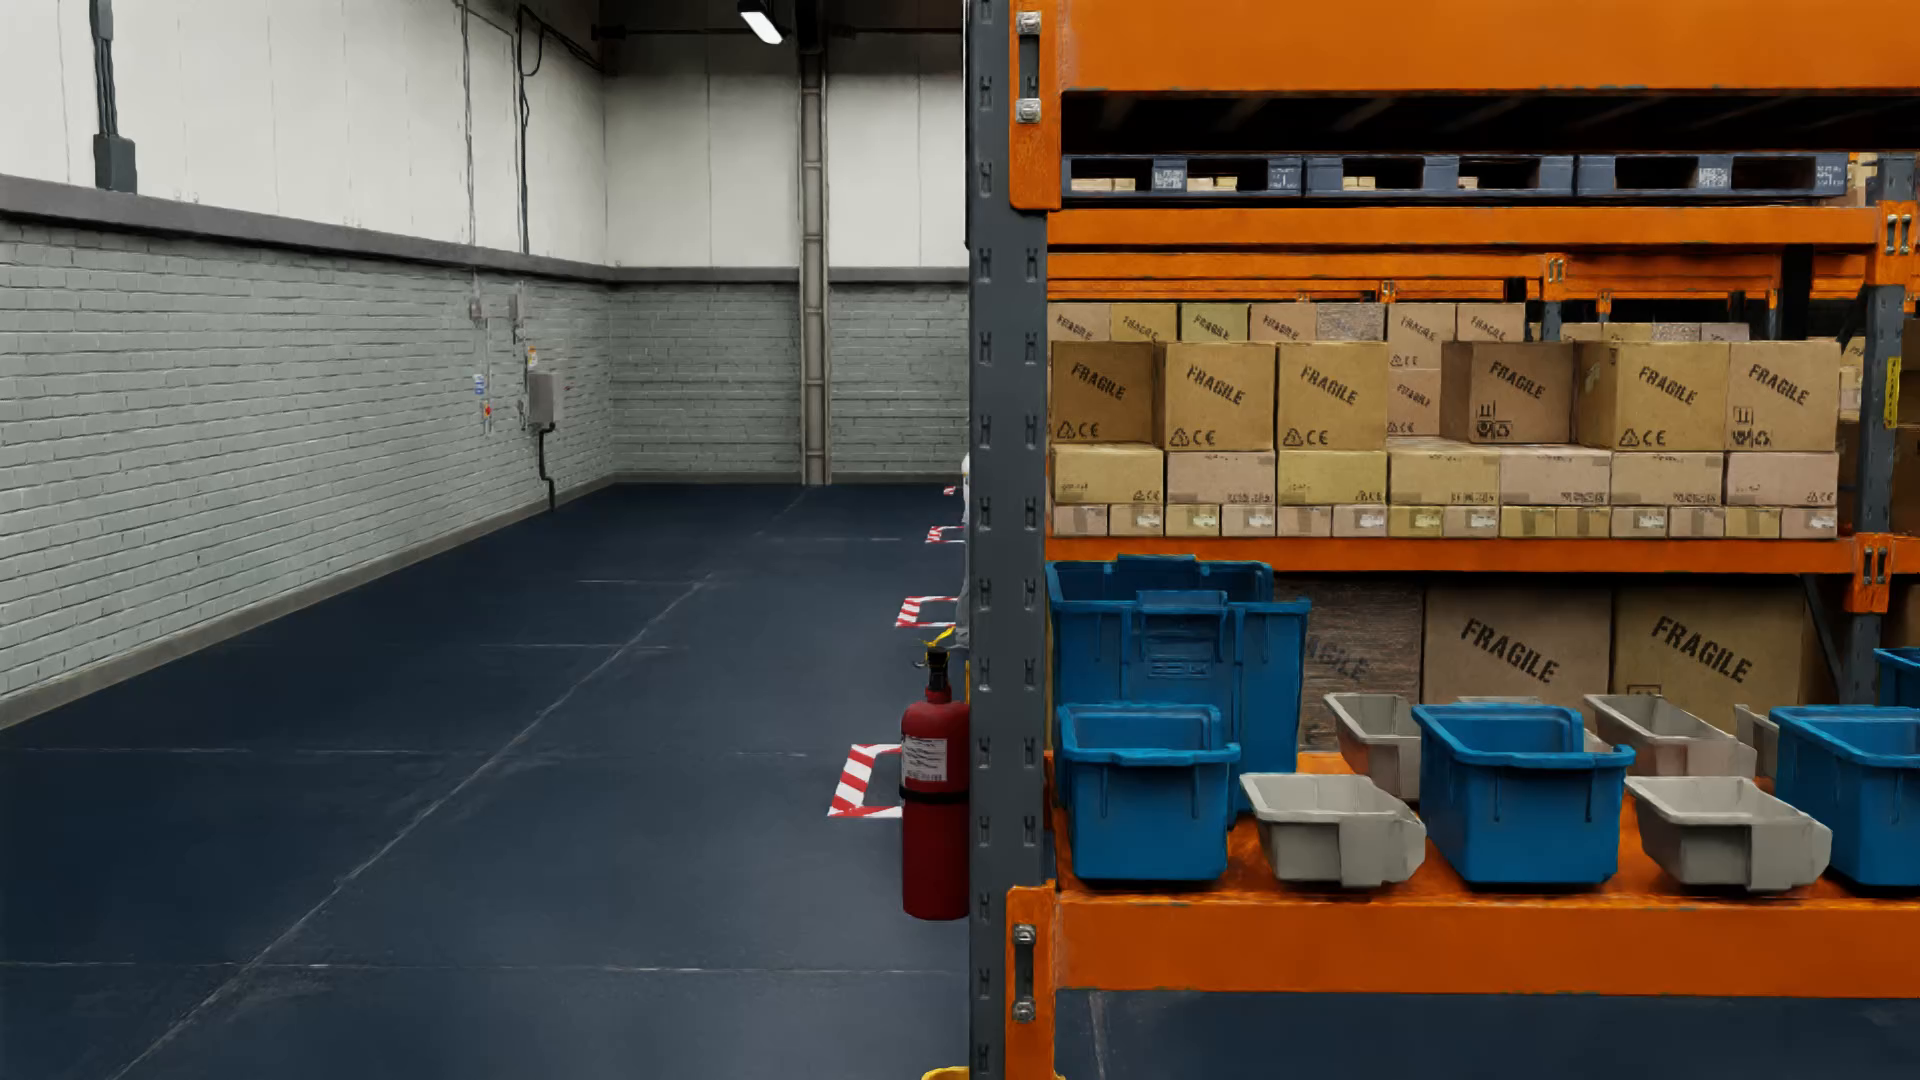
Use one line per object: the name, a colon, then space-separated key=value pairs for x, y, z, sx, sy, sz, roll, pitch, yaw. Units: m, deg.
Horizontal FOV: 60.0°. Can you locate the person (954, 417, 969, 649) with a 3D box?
person: x=0.199 y=-0.065 z=11.671 sx=0.440 sy=1.656 sz=0.541 roll=2 pitch=8 yaw=13
